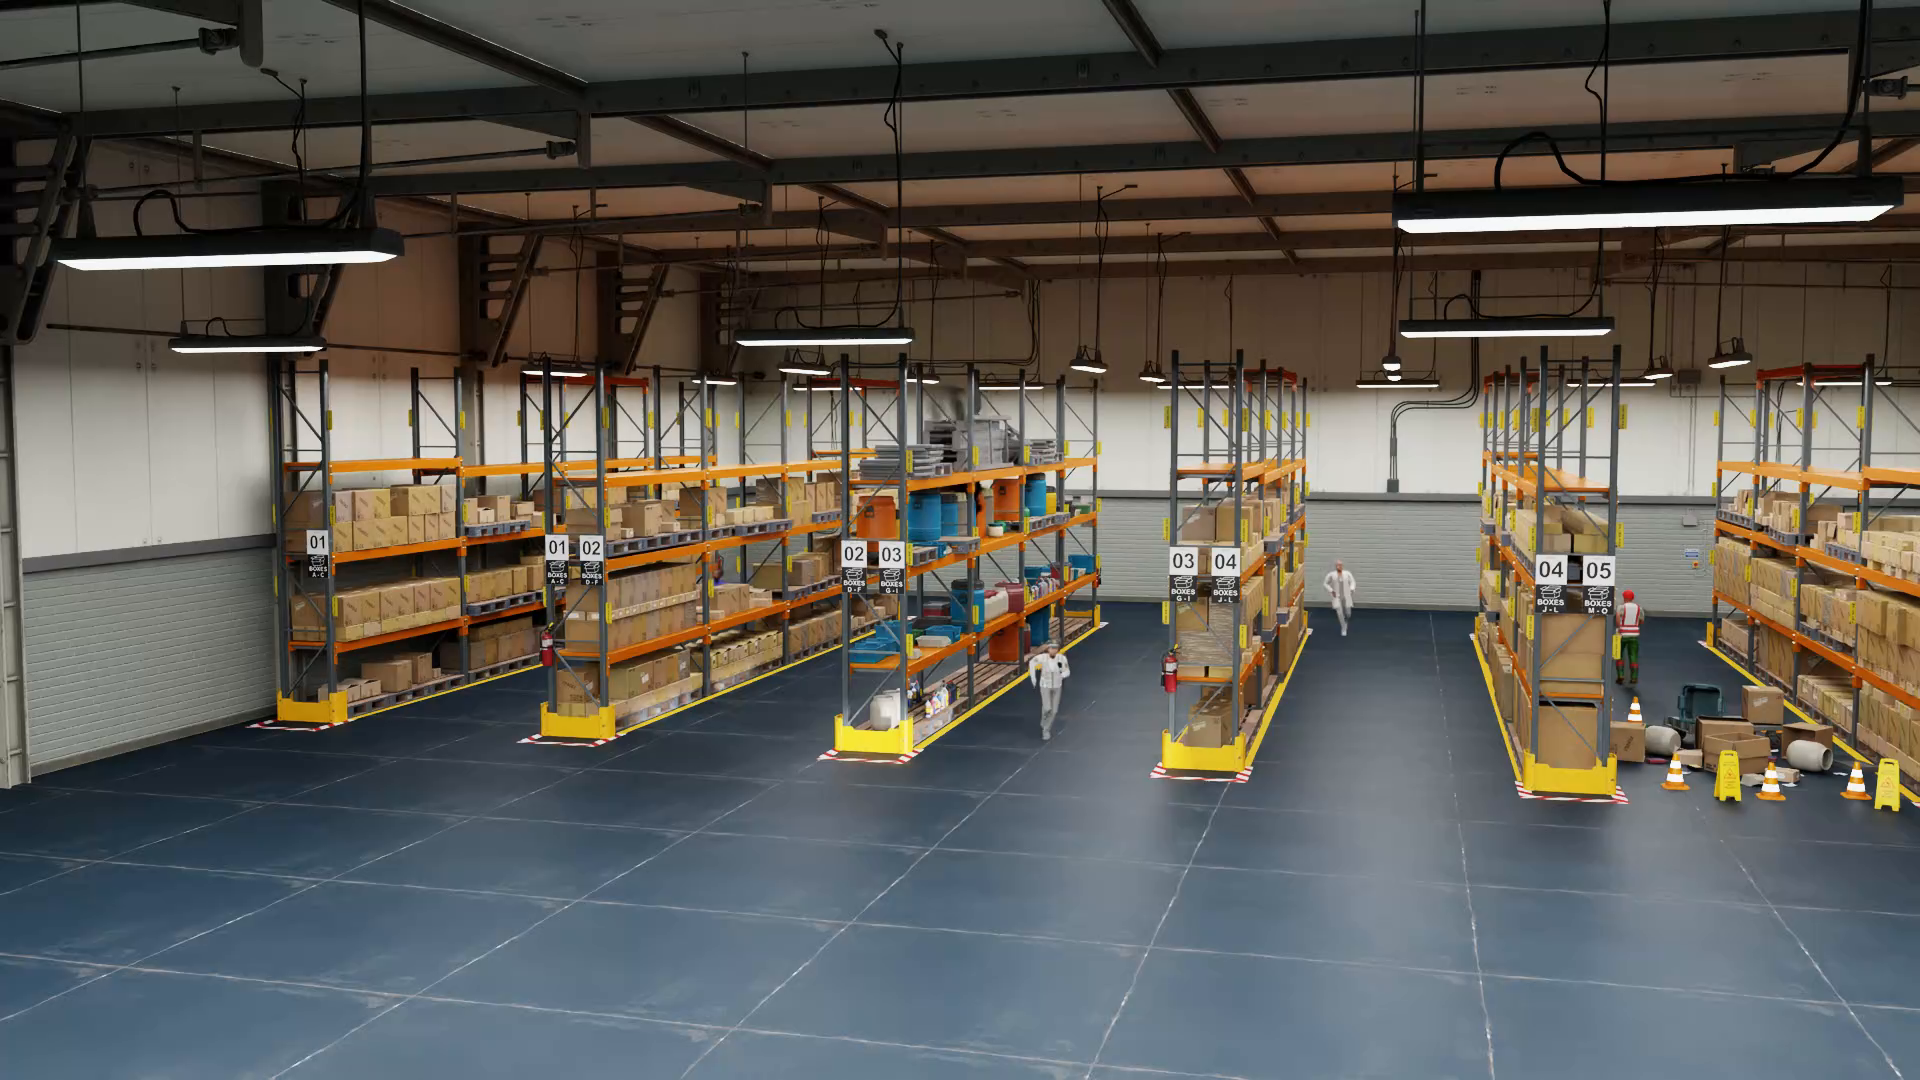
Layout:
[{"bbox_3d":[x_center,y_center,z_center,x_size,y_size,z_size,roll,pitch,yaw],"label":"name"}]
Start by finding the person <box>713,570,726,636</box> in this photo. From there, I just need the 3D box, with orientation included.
[{"bbox_3d":[-5.526,1.480,37.881,0.562,1.598,0.589,0,4,7],"label":"person"}]

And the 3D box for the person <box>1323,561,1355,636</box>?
[{"bbox_3d":[8.869,1.349,38.894,0.736,1.738,0.661,0,4,2],"label":"person"}]

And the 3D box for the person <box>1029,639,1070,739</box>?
[{"bbox_3d":[1.416,2.333,26.019,0.602,1.612,0.681,-1,4,-9],"label":"person"}]

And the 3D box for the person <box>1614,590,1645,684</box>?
[{"bbox_3d":[12.635,1.854,31.428,0.588,1.831,0.835,1,4,10],"label":"person"}]
